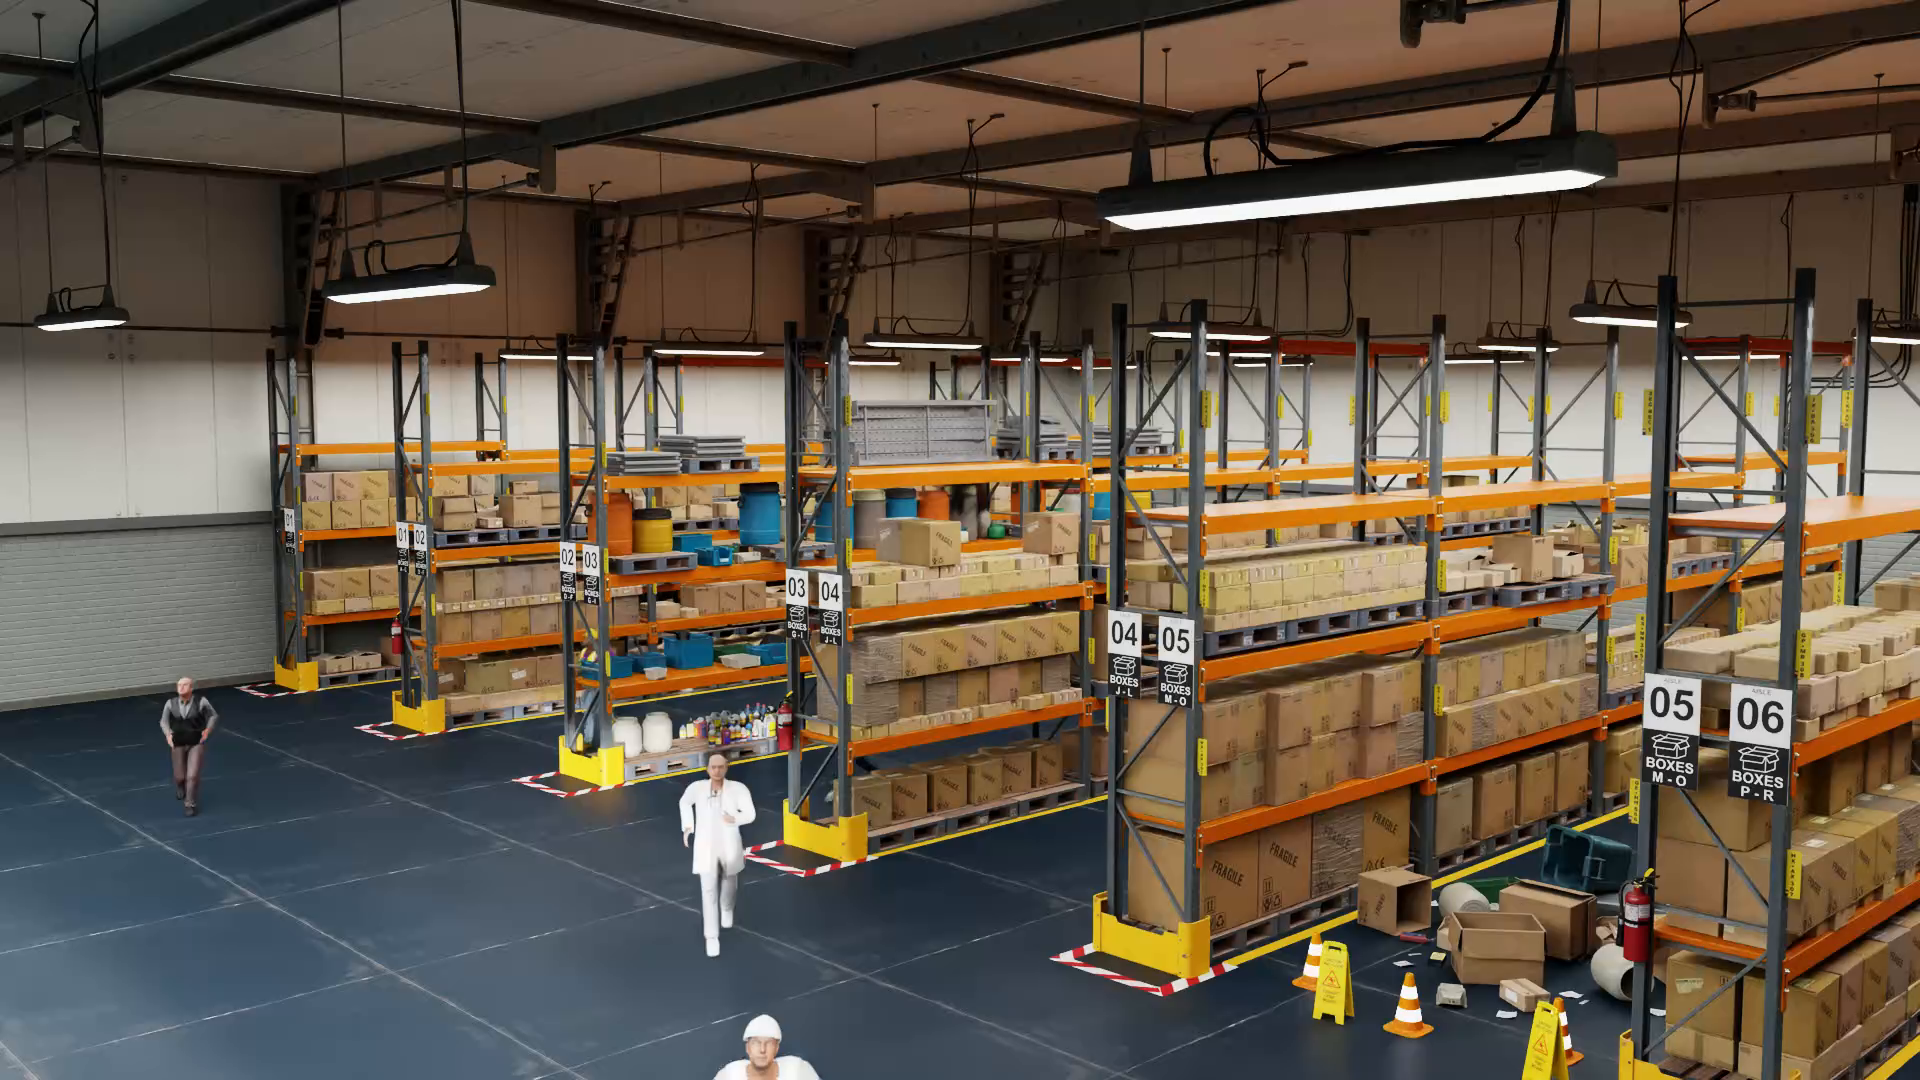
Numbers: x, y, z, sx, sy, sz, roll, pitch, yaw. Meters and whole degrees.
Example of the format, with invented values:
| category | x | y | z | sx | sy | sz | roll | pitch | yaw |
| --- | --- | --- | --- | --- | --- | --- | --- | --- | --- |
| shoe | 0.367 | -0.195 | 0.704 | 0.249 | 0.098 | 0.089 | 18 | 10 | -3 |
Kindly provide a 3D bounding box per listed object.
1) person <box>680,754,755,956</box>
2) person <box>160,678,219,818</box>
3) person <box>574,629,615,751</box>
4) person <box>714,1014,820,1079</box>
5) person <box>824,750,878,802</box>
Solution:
| category | x | y | z | sx | sy | sz | roll | pitch | yaw |
| --- | --- | --- | --- | --- | --- | --- | --- | --- | --- |
| person | -2.279 | 2.895 | 15.655 | 0.703 | 1.765 | 1.063 | -1 | 5 | -10 |
| person | -9.564 | 2.547 | 20.668 | 0.667 | 1.706 | 0.723 | -1 | 5 | -16 |
| person | -5.353 | 2.185 | 24.500 | 0.708 | 1.760 | 0.854 | 4 | 6 | 40 |
| person | -1.084 | 3.503 | 9.301 | 0.718 | 1.740 | 0.627 | 0 | 5 | -6 |
| person | -1.384 | 2.505 | 21.281 | 0.531 | 1.594 | 0.883 | 5 | 7 | 43 |
